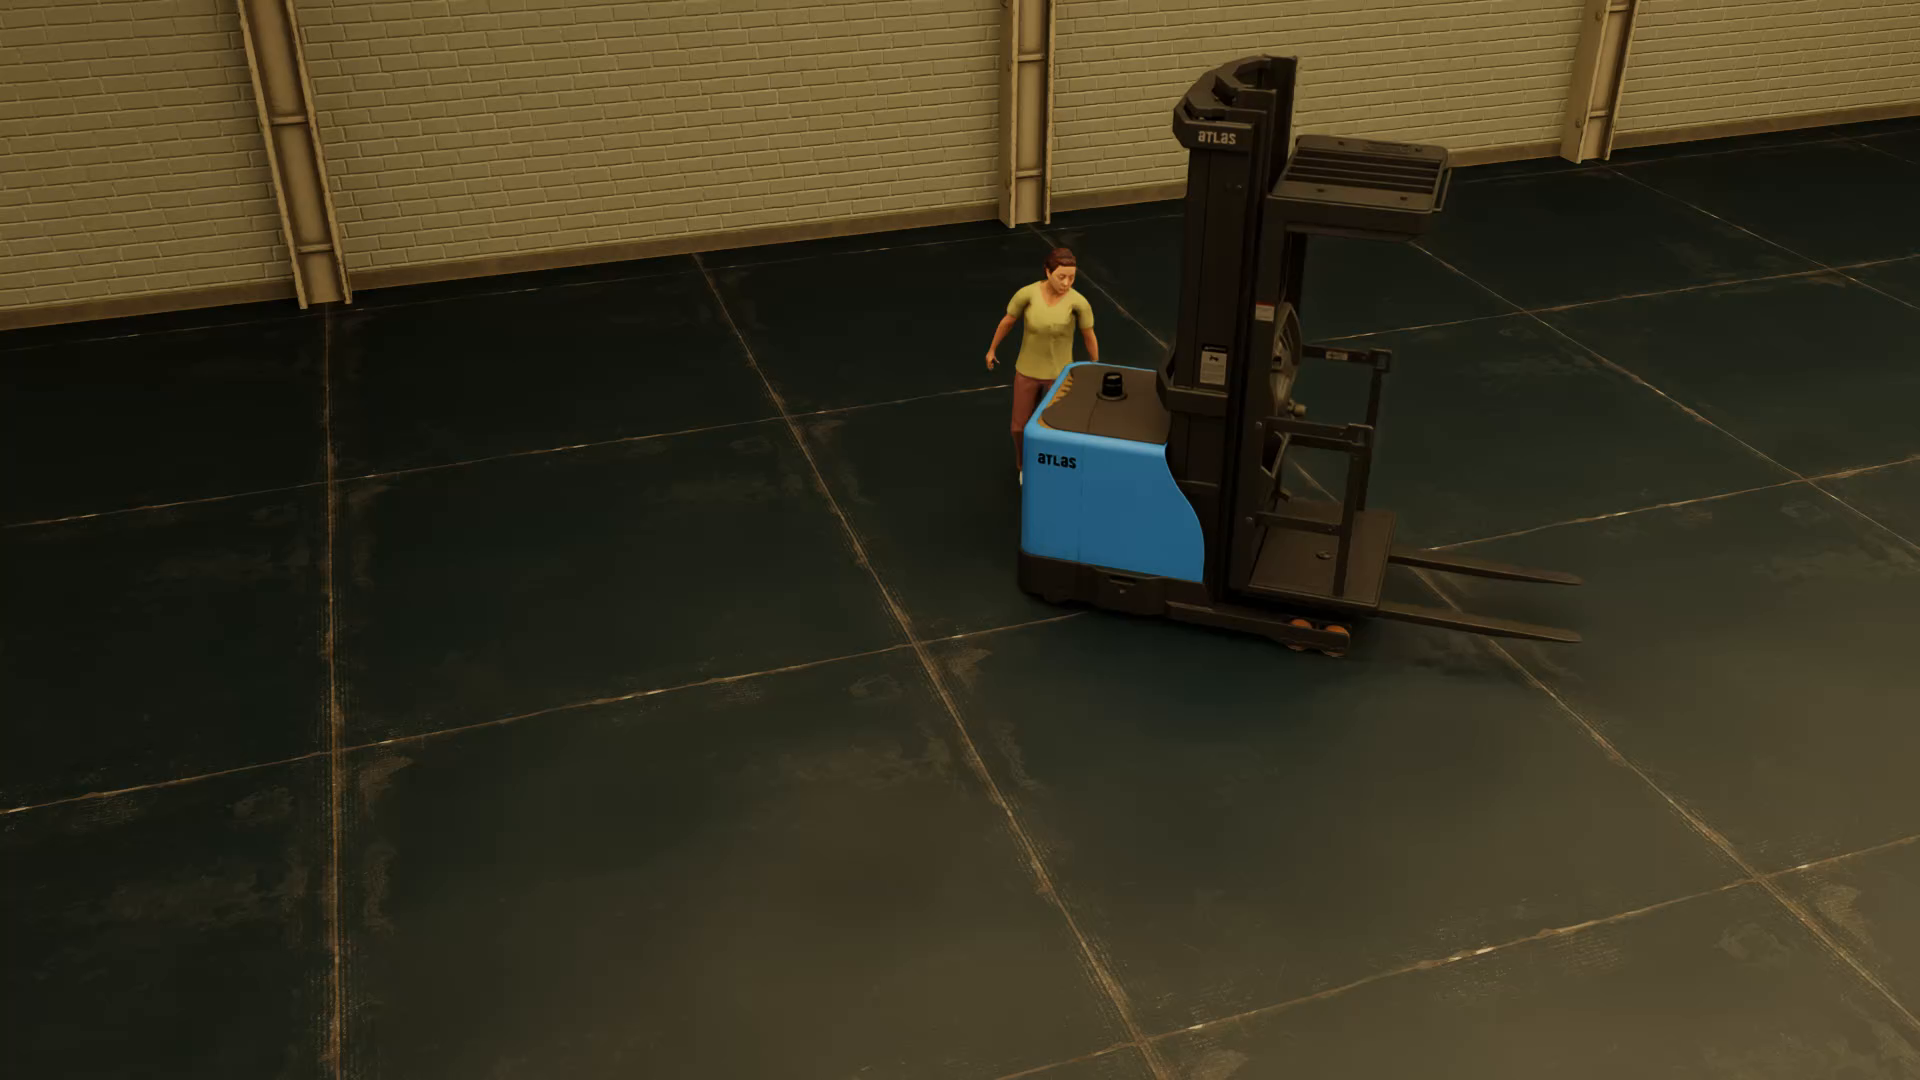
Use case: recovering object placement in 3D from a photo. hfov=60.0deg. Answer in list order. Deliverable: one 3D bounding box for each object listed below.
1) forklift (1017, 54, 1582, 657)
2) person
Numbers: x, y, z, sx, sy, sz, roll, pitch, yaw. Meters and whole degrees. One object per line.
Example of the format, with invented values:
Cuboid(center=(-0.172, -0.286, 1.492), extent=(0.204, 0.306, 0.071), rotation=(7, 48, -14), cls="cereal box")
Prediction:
Cuboid(center=(1.901, -0.941, 8.722), extent=(3.031, 2.935, 1.130), rotation=(9, 31, 16), cls="forklift")
Cuboid(center=(0.551, -1.050, 10.271), extent=(0.814, 1.648, 0.443), rotation=(7, 31, 11), cls="person")
